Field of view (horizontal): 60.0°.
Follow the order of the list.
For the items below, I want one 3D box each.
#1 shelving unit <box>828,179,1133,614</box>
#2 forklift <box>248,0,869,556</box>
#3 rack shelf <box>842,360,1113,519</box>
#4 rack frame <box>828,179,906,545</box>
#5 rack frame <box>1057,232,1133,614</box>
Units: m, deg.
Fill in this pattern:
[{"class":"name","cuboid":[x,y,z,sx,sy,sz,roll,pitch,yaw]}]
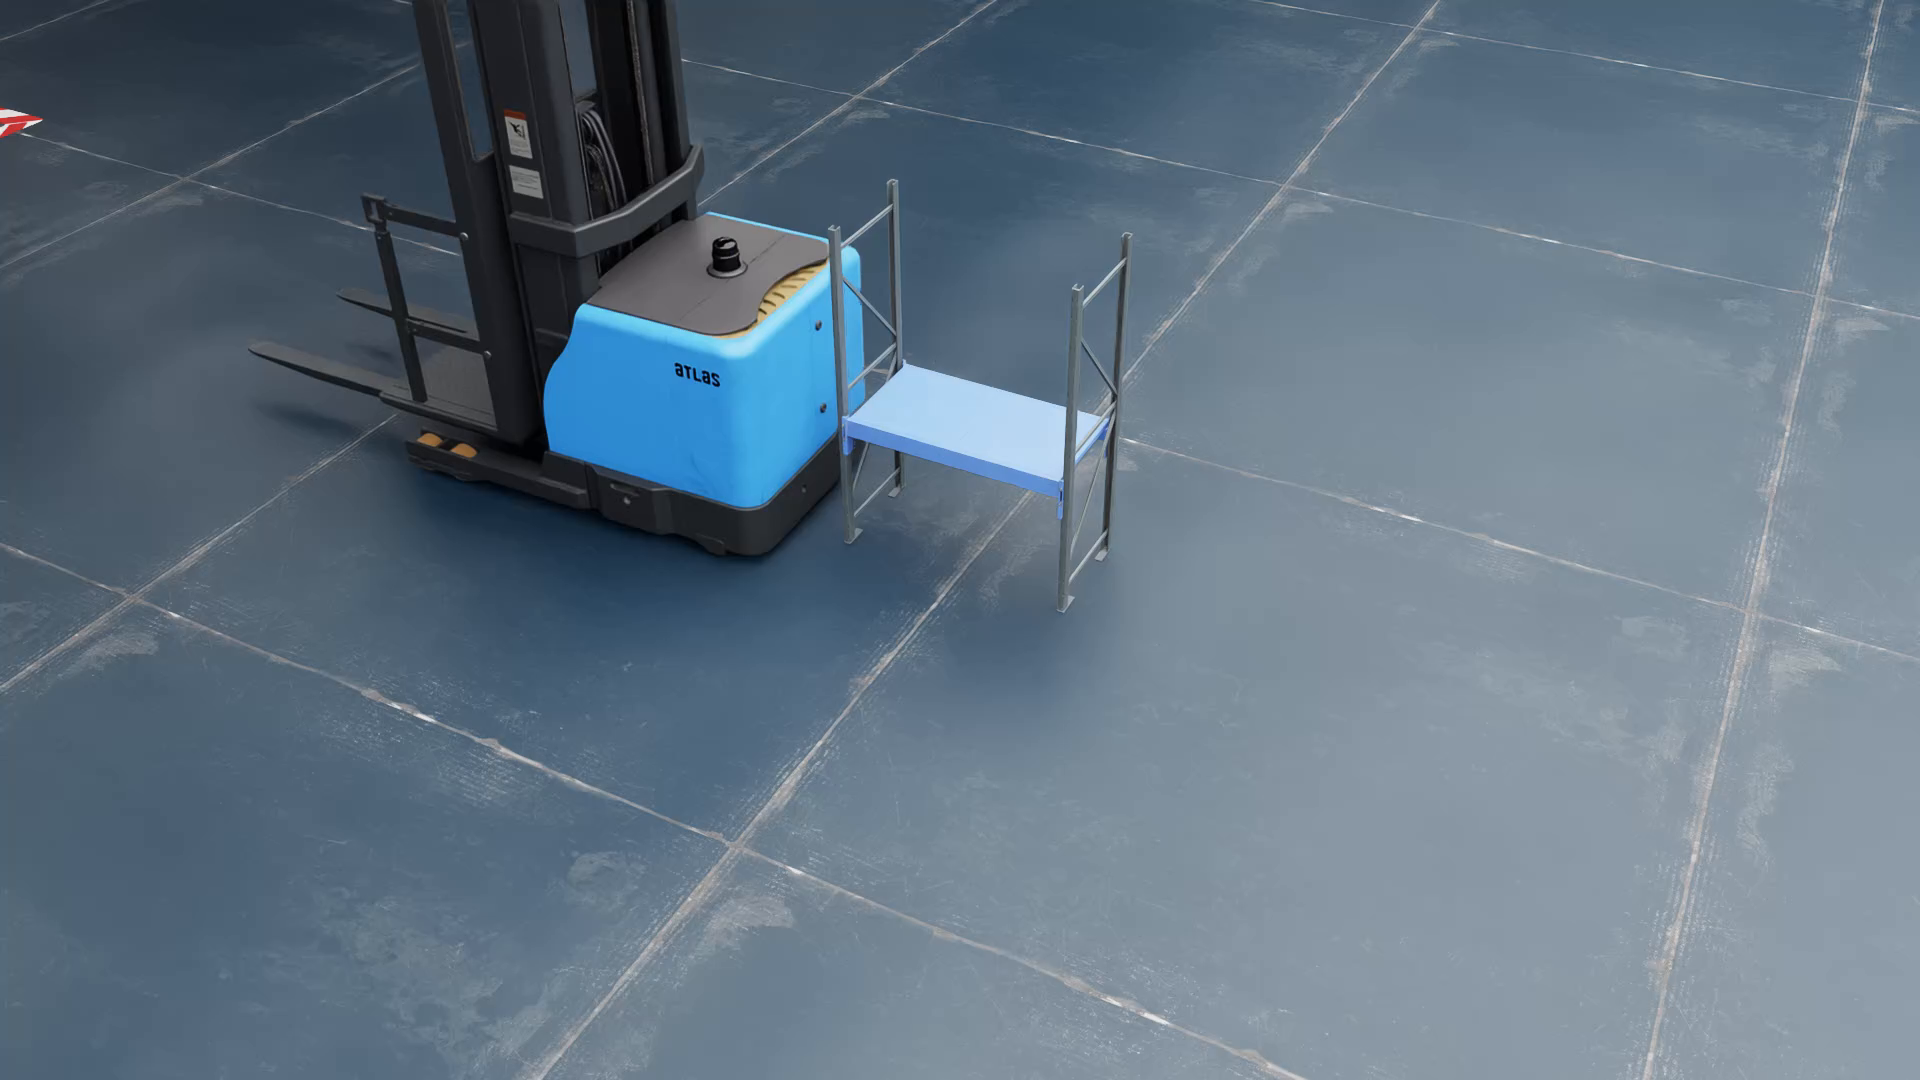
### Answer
[{"class":"shelving unit","cuboid":[0.076,-0.574,6.765,1.048,1.500,0.538,17,41,21]},{"class":"forklift","cuboid":[-1.971,-1.707,7.075,3.031,2.935,1.130,16,40,20]},{"class":"rack shelf","cuboid":[0.076,-0.430,6.874,1.000,0.185,0.538,17,41,21]},{"class":"rack frame","cuboid":[-0.376,-0.715,6.952,0.032,1.500,0.500,17,41,21]},{"class":"rack frame","cuboid":[0.527,-0.432,6.579,0.032,1.500,0.500,17,41,21]}]
